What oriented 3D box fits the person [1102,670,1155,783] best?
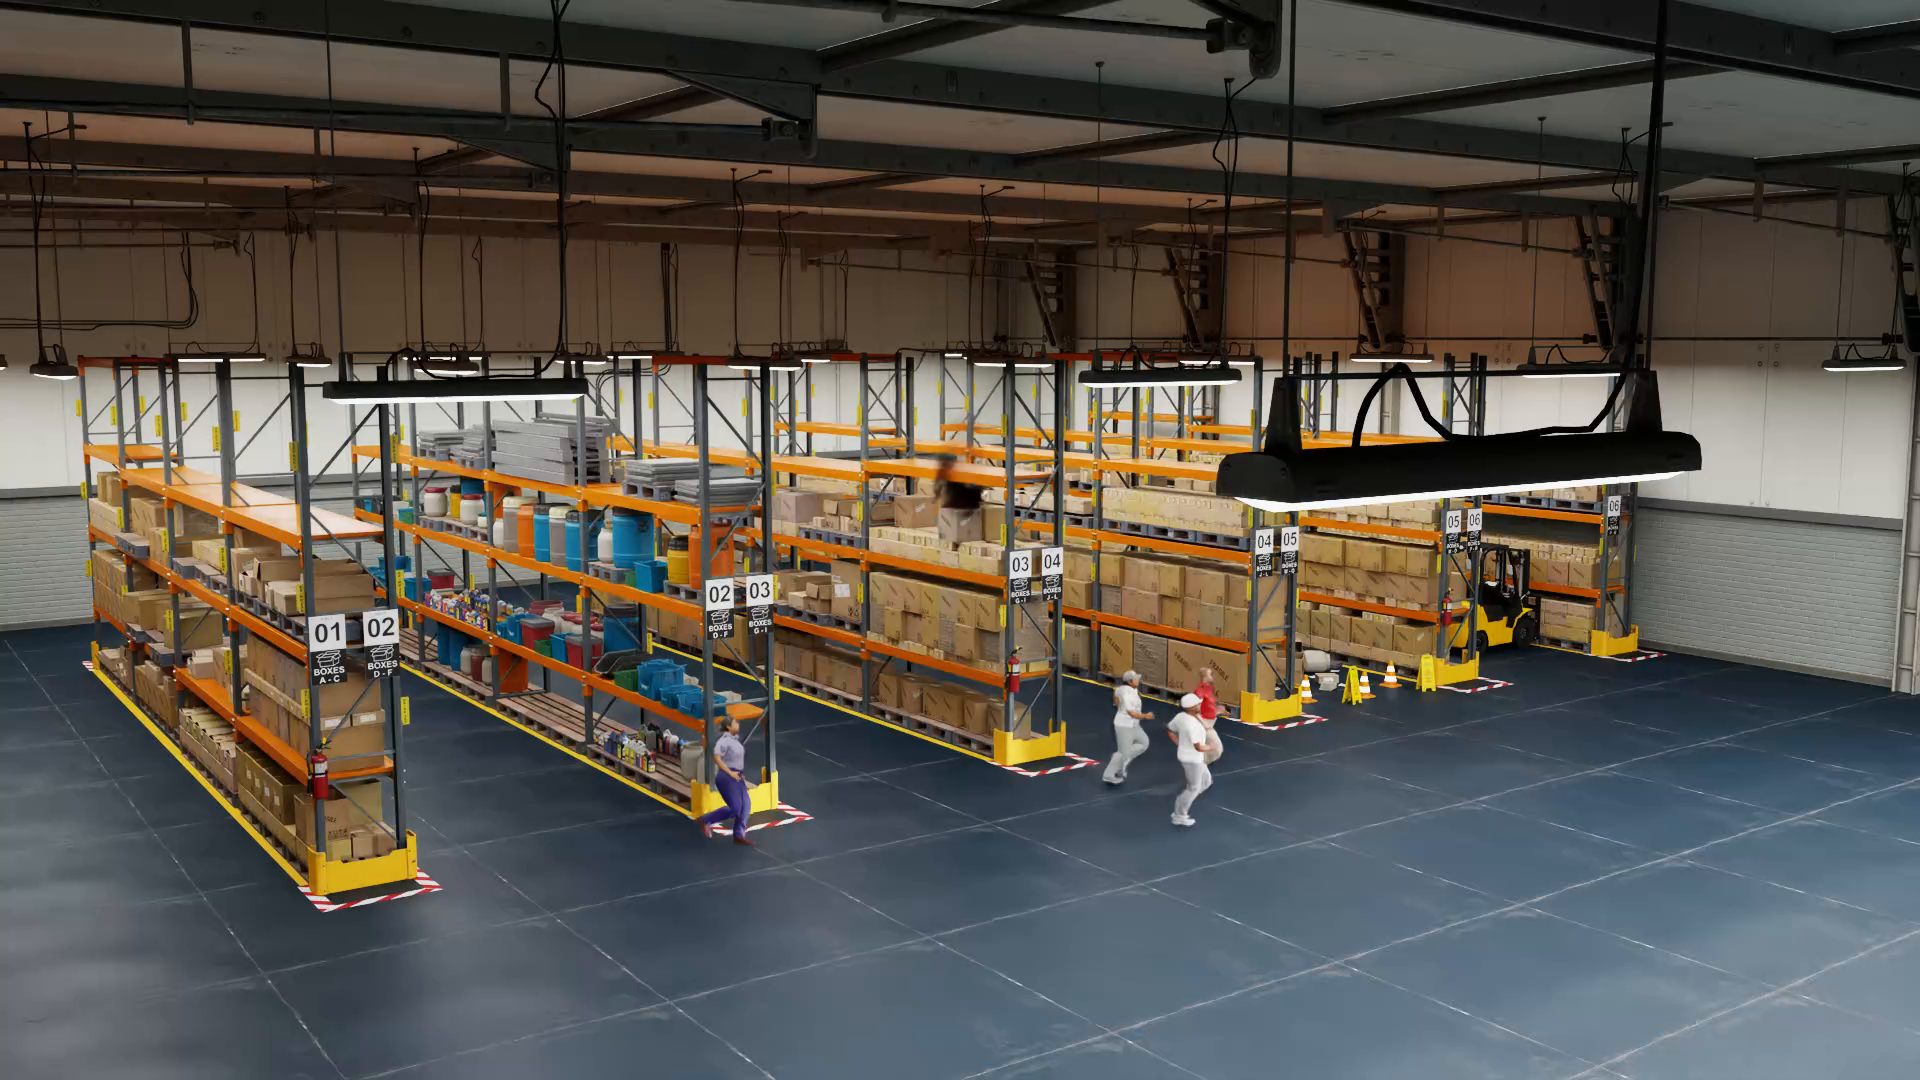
[{"bbox_3d":[2.409,2.647,23.697,0.744,1.616,0.585,1,7,7],"label":"person"}]

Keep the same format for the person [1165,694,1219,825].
[{"bbox_3d":[3.053,2.843,21.638,0.617,1.725,0.683,-1,7,-7],"label":"person"}]

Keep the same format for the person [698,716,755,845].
[{"bbox_3d":[-2.901,3.012,20.978,0.717,1.587,0.659,1,7,7],"label":"person"}]

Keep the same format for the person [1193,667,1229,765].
[{"bbox_3d":[3.505,2.640,23.577,0.611,1.694,0.645,1,7,5],"label":"person"}]
